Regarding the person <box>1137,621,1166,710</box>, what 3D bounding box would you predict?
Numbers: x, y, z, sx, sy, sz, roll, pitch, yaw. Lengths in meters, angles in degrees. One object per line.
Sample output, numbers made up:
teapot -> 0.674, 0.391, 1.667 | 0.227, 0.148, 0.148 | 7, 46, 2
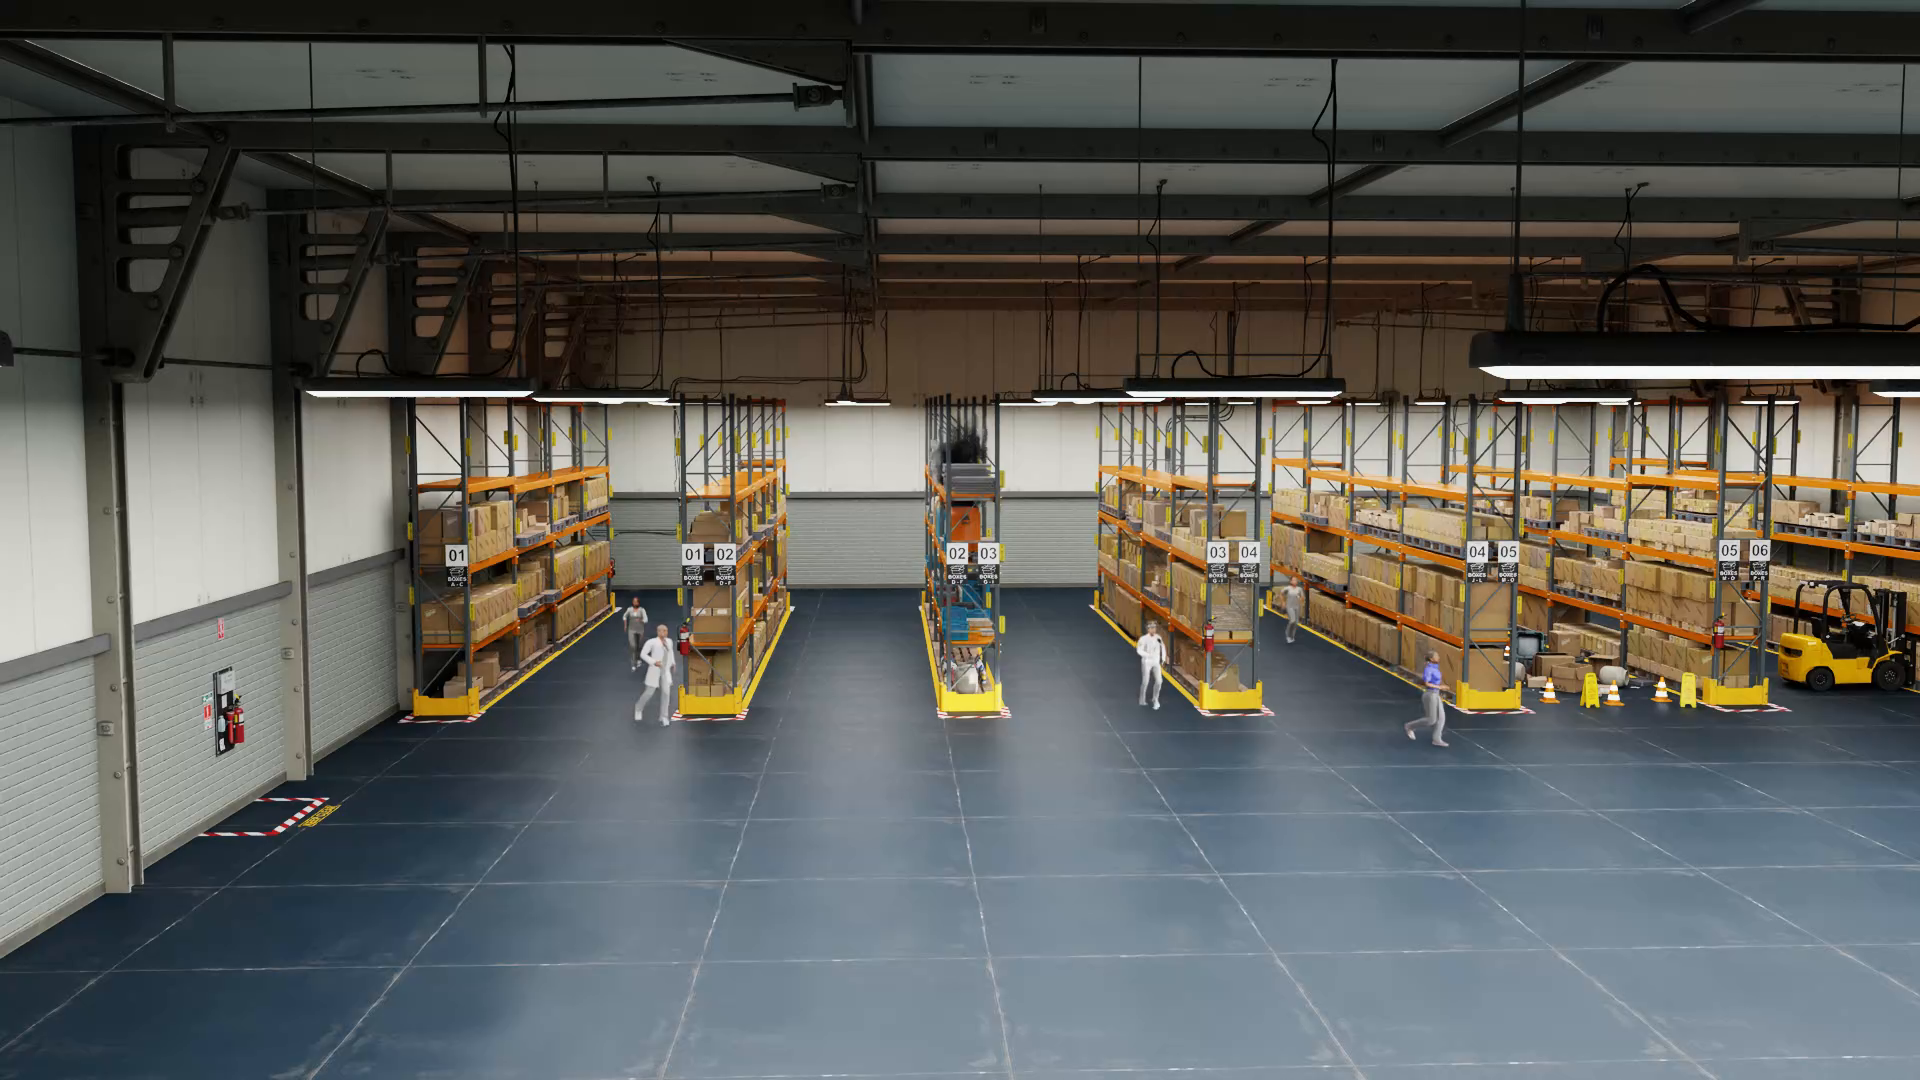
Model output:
person -> 3.661, 2.390, 31.693 | 0.639, 1.739, 0.696 | -1, 5, -14

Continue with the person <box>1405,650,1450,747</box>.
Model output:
person -> 7.963, 2.676, 28.252 | 0.744, 1.626, 0.583 | 3, 5, 30

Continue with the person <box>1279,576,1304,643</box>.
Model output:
person -> 8.108, 1.686, 40.473 | 0.537, 1.640, 0.649 | -1, 5, -9

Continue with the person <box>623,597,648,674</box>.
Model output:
person -> -7.069, 2.058, 36.272 | 0.517, 1.604, 0.784 | -1, 5, -14

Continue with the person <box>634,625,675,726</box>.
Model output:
person -> -5.463, 2.438, 30.336 | 0.763, 1.772, 1.021 | -4, 6, -39
